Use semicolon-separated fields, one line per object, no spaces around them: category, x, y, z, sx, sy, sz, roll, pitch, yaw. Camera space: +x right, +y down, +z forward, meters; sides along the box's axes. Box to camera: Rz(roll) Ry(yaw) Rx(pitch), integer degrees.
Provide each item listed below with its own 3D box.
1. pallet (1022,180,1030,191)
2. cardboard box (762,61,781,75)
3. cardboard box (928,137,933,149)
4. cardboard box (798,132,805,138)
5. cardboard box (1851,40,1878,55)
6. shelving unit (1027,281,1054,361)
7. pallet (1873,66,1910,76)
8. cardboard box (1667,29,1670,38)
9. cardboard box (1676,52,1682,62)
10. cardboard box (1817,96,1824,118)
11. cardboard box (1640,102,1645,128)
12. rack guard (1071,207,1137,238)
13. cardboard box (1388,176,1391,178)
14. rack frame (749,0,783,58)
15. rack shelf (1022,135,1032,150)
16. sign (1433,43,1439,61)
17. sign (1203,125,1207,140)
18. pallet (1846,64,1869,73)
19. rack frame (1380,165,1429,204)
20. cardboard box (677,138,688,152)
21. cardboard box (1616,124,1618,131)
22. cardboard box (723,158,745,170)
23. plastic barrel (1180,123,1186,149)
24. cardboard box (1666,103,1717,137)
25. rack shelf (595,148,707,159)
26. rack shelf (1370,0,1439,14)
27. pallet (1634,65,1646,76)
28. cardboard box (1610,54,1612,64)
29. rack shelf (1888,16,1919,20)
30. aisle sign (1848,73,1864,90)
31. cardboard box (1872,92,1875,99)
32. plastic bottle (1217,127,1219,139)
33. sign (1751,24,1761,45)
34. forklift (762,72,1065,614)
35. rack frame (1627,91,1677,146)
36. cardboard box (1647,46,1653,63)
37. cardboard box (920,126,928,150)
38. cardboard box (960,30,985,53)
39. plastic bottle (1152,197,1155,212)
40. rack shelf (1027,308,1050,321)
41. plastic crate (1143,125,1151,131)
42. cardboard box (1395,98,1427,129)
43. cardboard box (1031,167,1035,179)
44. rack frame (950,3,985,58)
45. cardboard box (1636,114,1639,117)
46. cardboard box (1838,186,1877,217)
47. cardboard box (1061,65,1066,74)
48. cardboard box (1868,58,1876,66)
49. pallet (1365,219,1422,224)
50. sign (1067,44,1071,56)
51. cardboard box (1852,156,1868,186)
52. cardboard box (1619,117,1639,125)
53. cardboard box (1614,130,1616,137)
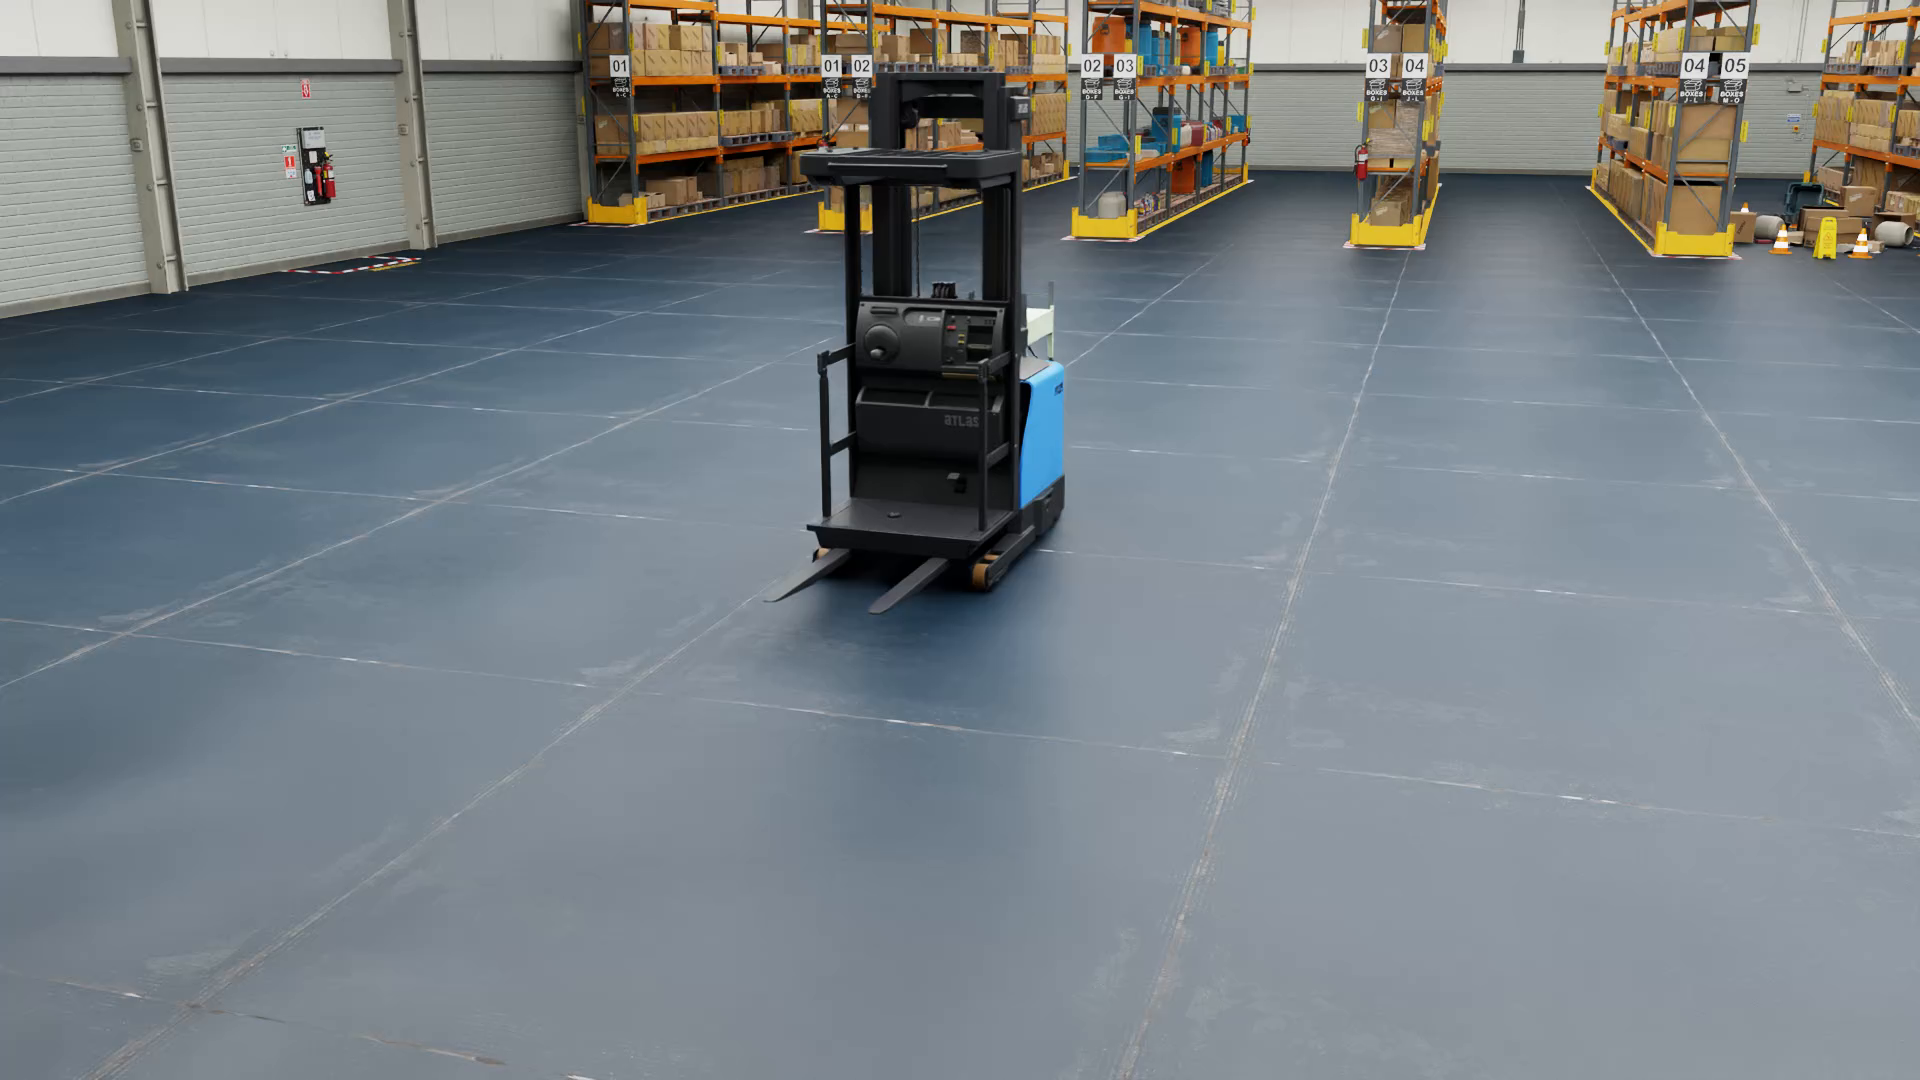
pallet;1.125;-8.951;41.999;1.003;0.211;1.213;5;16;16
cardboard box;-4.513;-11.045;38.903;0.500;0.311;0.500;5;16;16
cardboard box;-0.855;-8.475;35.487;0.500;0.250;0.500;6;17;19
cardboard box;-4.015;-9.930;40.765;0.380;0.149;0.250;5;17;18
cardboard box;20.128;-9.662;35.984;0.861;2.263;4.961;4;16;14
shelving unit;0.367;-1.044;11.753;0.431;1.500;0.748;5;16;17
pallet;19.629;-9.741;34.526;1.003;0.211;1.213;5;17;18
cardboard box;12.409;-8.724;28.638;0.380;0.149;0.250;5;16;16
cardboard box;11.903;-7.874;27.103;0.380;0.149;0.250;5;16;16
cardboard box;21.046;-10.442;40.133;0.500;0.500;0.500;4;16;15
cardboard box;14.128;-8.561;33.500;0.700;0.500;0.500;4;16;15
rack guard;2.635;-5.804;30.377;1.175;0.500;0.348;5;16;16
cardboard box;9.509;-7.525;35.636;0.700;0.500;0.500;4;16;13
rack frame;-4.564;-12.731;39.221;0.949;2.616;0.053;5;16;16
rack shelf;0.752;-9.639;40.633;1.077;0.370;4.000;5;16;16
sign;9.066;-9.298;31.667;0.100;0.325;0.005;5;16;16
sign;5.461;-9.114;37.166;0.100;0.325;0.005;5;16;16
pallet;20.561;-10.584;37.313;1.003;0.211;1.213;5;16;16
rack frame;9.680;-8.692;35.978;1.000;3.000;0.127;5;16;16
cardboard box;-5.967;-8.194;34.459;0.500;0.250;0.500;5;17;16
cardboard box;14.329;-8.874;35.766;0.380;0.149;0.250;5;16;16
cardboard box;-5.244;-8.614;38.102;0.500;0.250;0.500;4;16;14
plastic barrel;4.609;-8.634;35.522;0.433;0.535;0.433;0;16;0
cardboard box;12.344;-7.025;27.846;0.875;0.550;0.550;5;16;16
rack shelf;-6.272;-8.057;34.568;0.919;0.052;3.809;5;16;16
rack shelf;7.975;-9.661;29.724;1.077;0.370;4.000;5;16;16
pallet;14.275;-9.461;33.537;1.213;0.211;1.003;5;17;18
cardboard box;16.004;-11.623;40.172;0.500;0.250;0.500;5;17;17
rack shelf;19.750;-10.864;34.428;0.831;0.071;3.687;5;16;16
aisle sign;21.773;-11.262;40.275;0.394;0.787;0.004;5;16;16
cardboard box;20.280;-9.977;37.304;0.380;0.149;0.250;5;17;17
plastic bottle;6.244;-9.875;40.360;0.061;0.283;0.133;5;16;16
sign;12.664;-8.045;26.453;0.100;0.325;0.005;5;16;16
forklift;-0.249;-1.233;9.806;1.130;2.935;3.031;5;17;18
rack frame;14.407;-8.281;34.529;1.000;3.000;0.127;5;16;16
cardboard box;13.558;-9.361;32.048;0.500;0.311;0.500;4;16;14
cardboard box;-1.073;-8.347;34.576;0.700;0.500;0.500;4;16;14
cardboard box;0.314;-11.547;38.531;0.500;0.500;0.500;5;16;16
plastic bottle;3.827;-6.648;32.942;0.061;0.283;0.133;6;17;20
rack shelf;0.367;-1.513;11.619;0.368;0.124;0.686;5;16;17
plastic crate;4.179;-8.708;35.917;0.402;0.464;0.583;5;16;16
cardboard box;7.824;-7.394;28.841;0.500;0.500;0.500;5;16;16
cardboard box;1.647;-9.519;43.014;0.500;0.311;0.500;5;16;16
rack frame;0.180;-12.348;37.872;0.949;2.616;0.053;5;16;16
cardboard box;15.926;-9.629;38.552;0.500;0.500;0.500;4;16;15
cardboard box;16.330;-6.169;30.276;0.500;0.500;0.500;5;16;16
cardboard box;2.564;-12.771;45.134;0.500;0.250;0.500;5;16;16
cardboard box;19.623;-10.199;35.452;0.380;0.166;0.250;3;16;12
pallet;8.042;-5.806;30.911;1.003;0.211;1.213;5;16;16
sign;2.983;-13.375;45.369;0.100;0.325;0.005;5;16;16
cardboard box;20.219;-7.982;36.597;0.875;0.875;0.875;5;17;18
cardboard box;14.180;-8.878;35.233;0.380;0.149;0.250;4;16;15
cardboard box;14.401;-8.795;36.030;0.380;0.149;0.250;4;16;13
